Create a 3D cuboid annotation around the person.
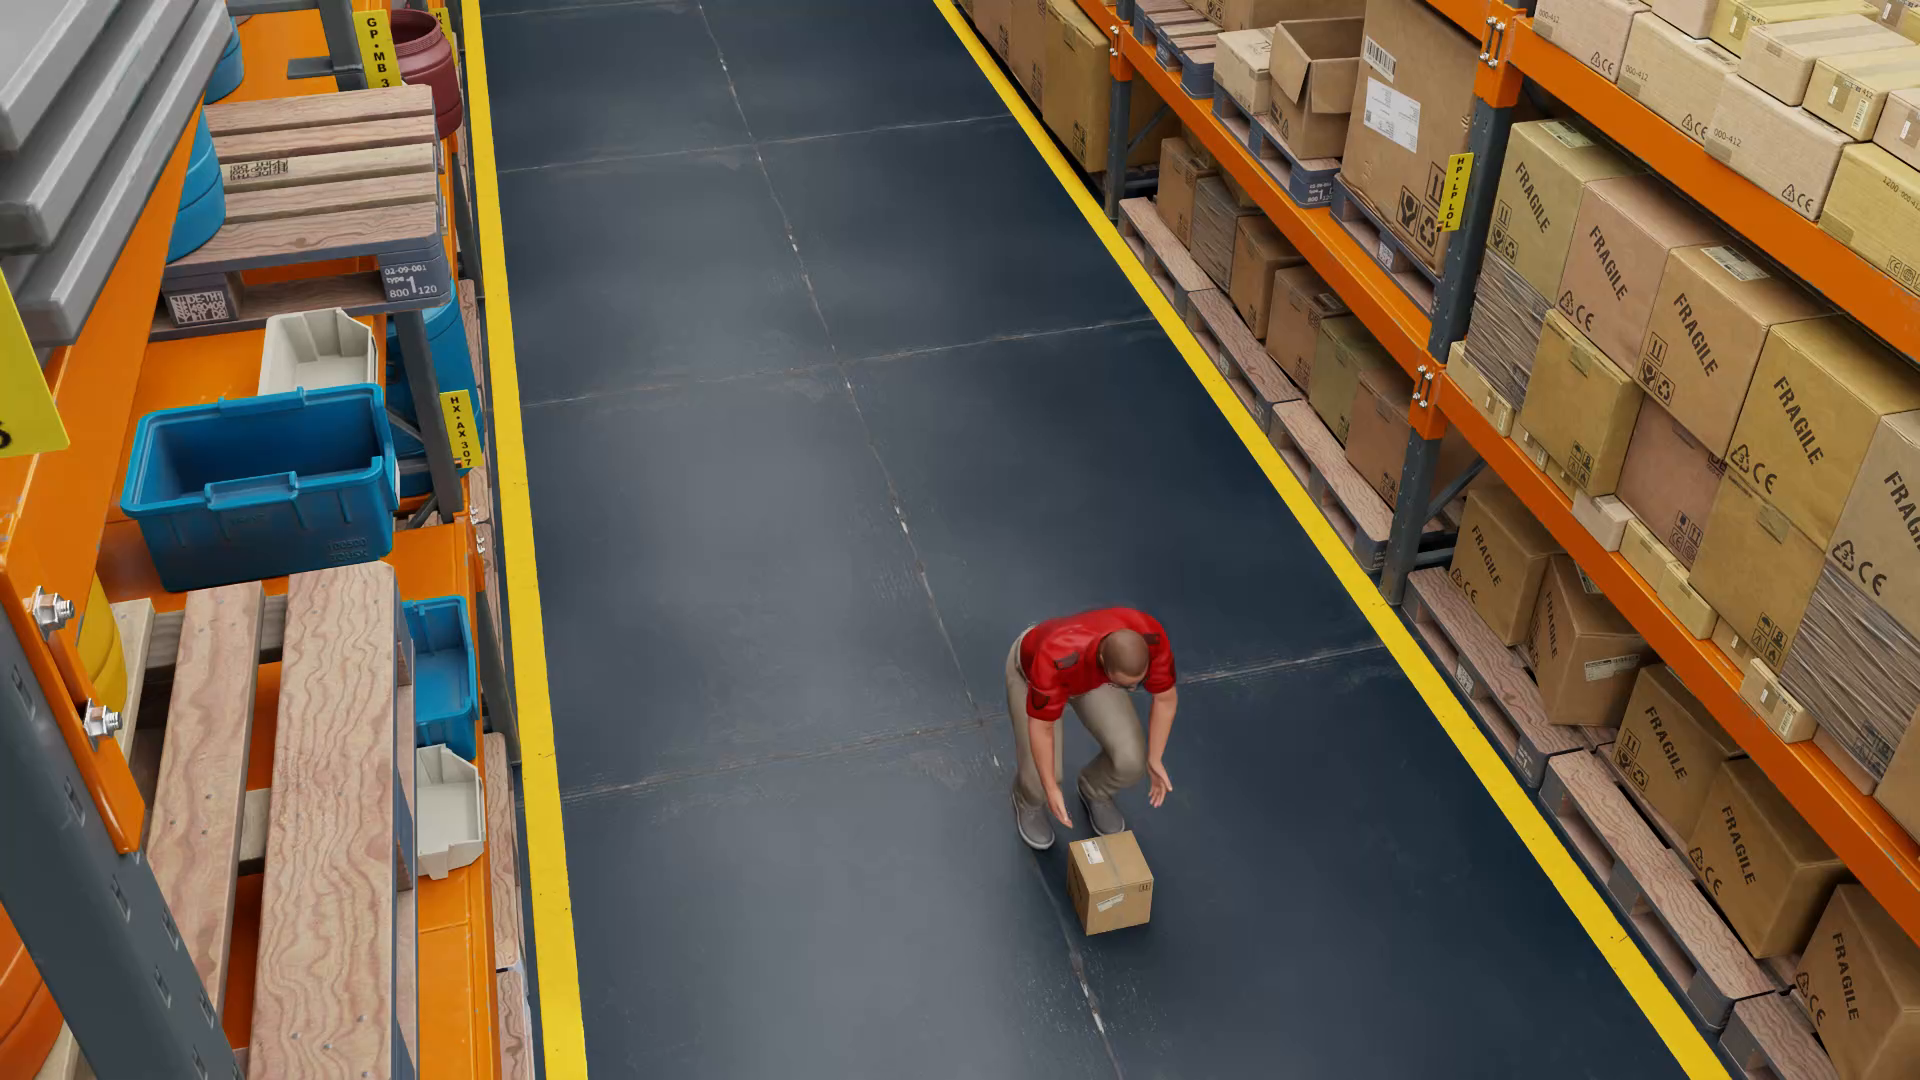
[{"bbox_3d":[0.493,0.666,6.261,0.586,1.259,0.720,-9,39,-12],"label":"person"}]
